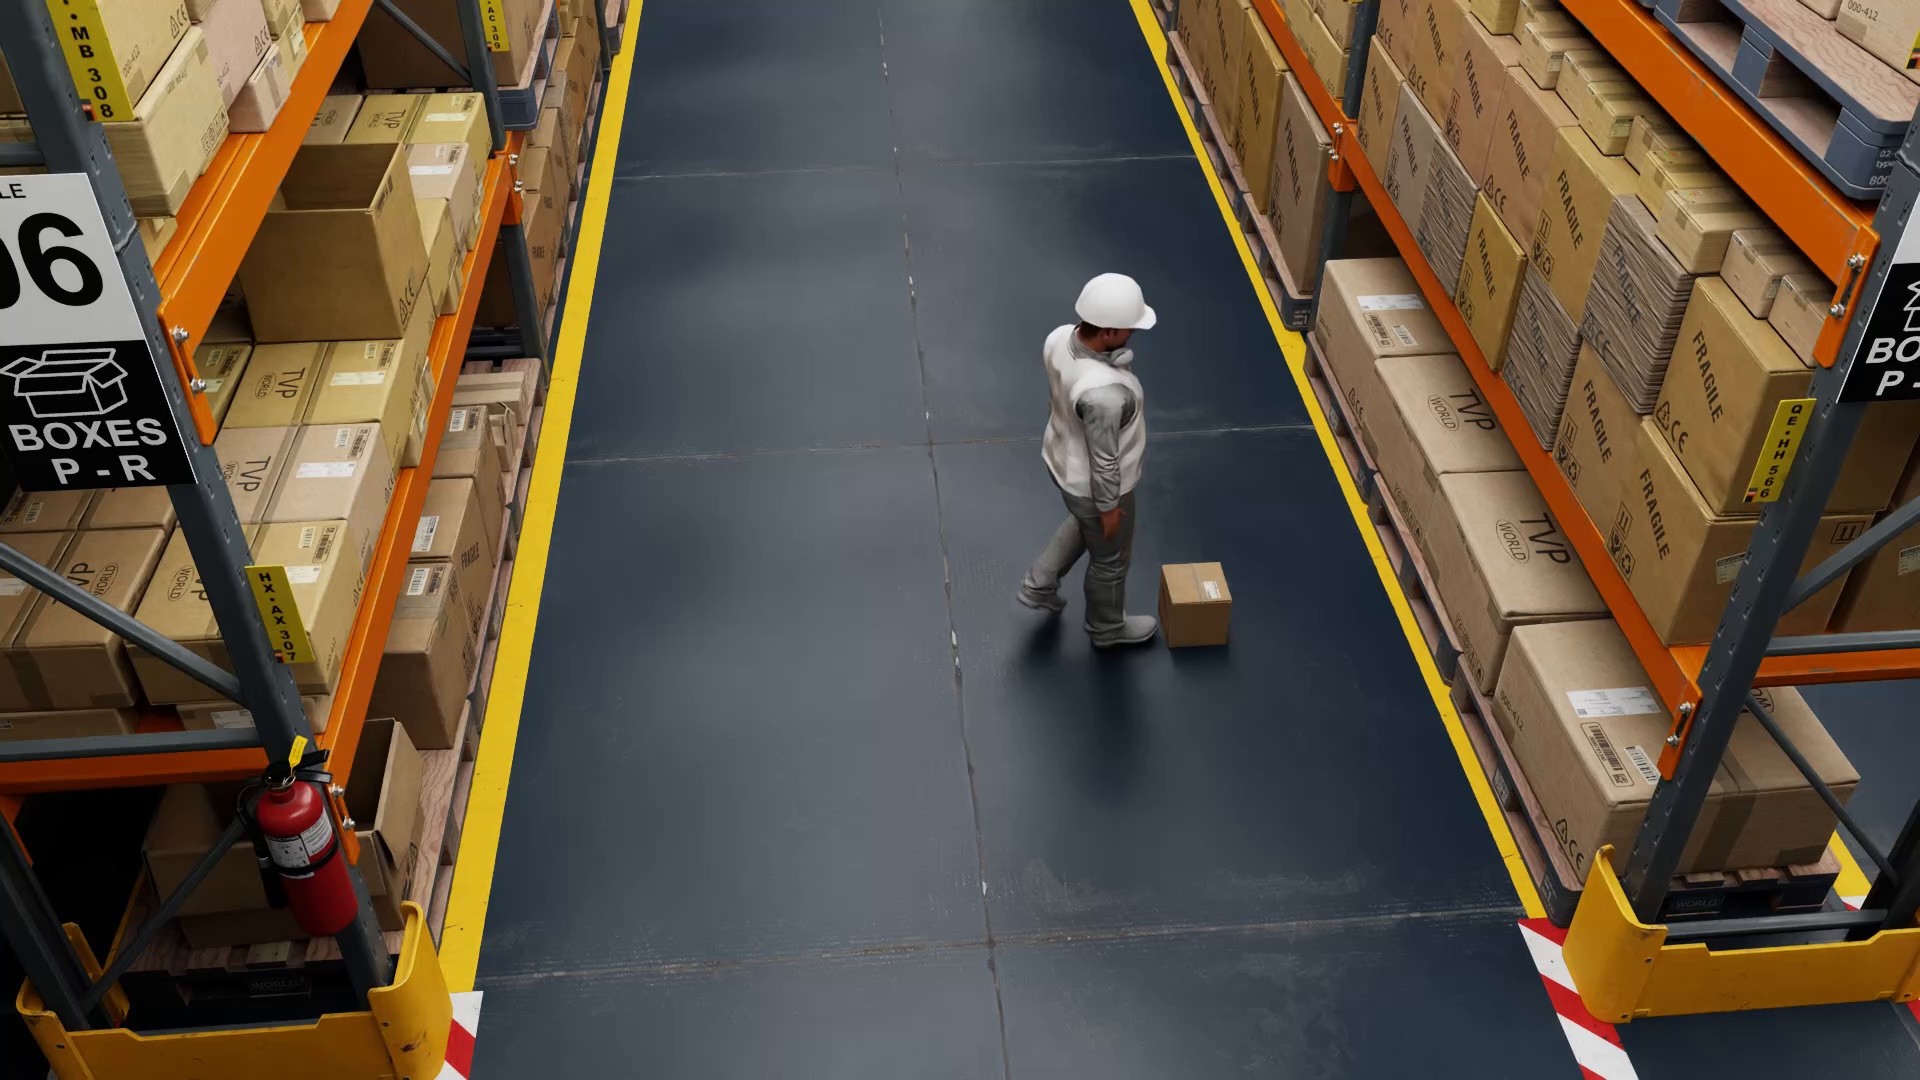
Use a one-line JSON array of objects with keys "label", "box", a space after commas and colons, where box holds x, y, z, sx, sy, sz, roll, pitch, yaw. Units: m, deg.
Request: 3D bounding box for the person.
[{"label": "person", "box": [0.555, -0.275, 6.445, 0.567, 1.770, 0.559, -12, 40, -14]}]
